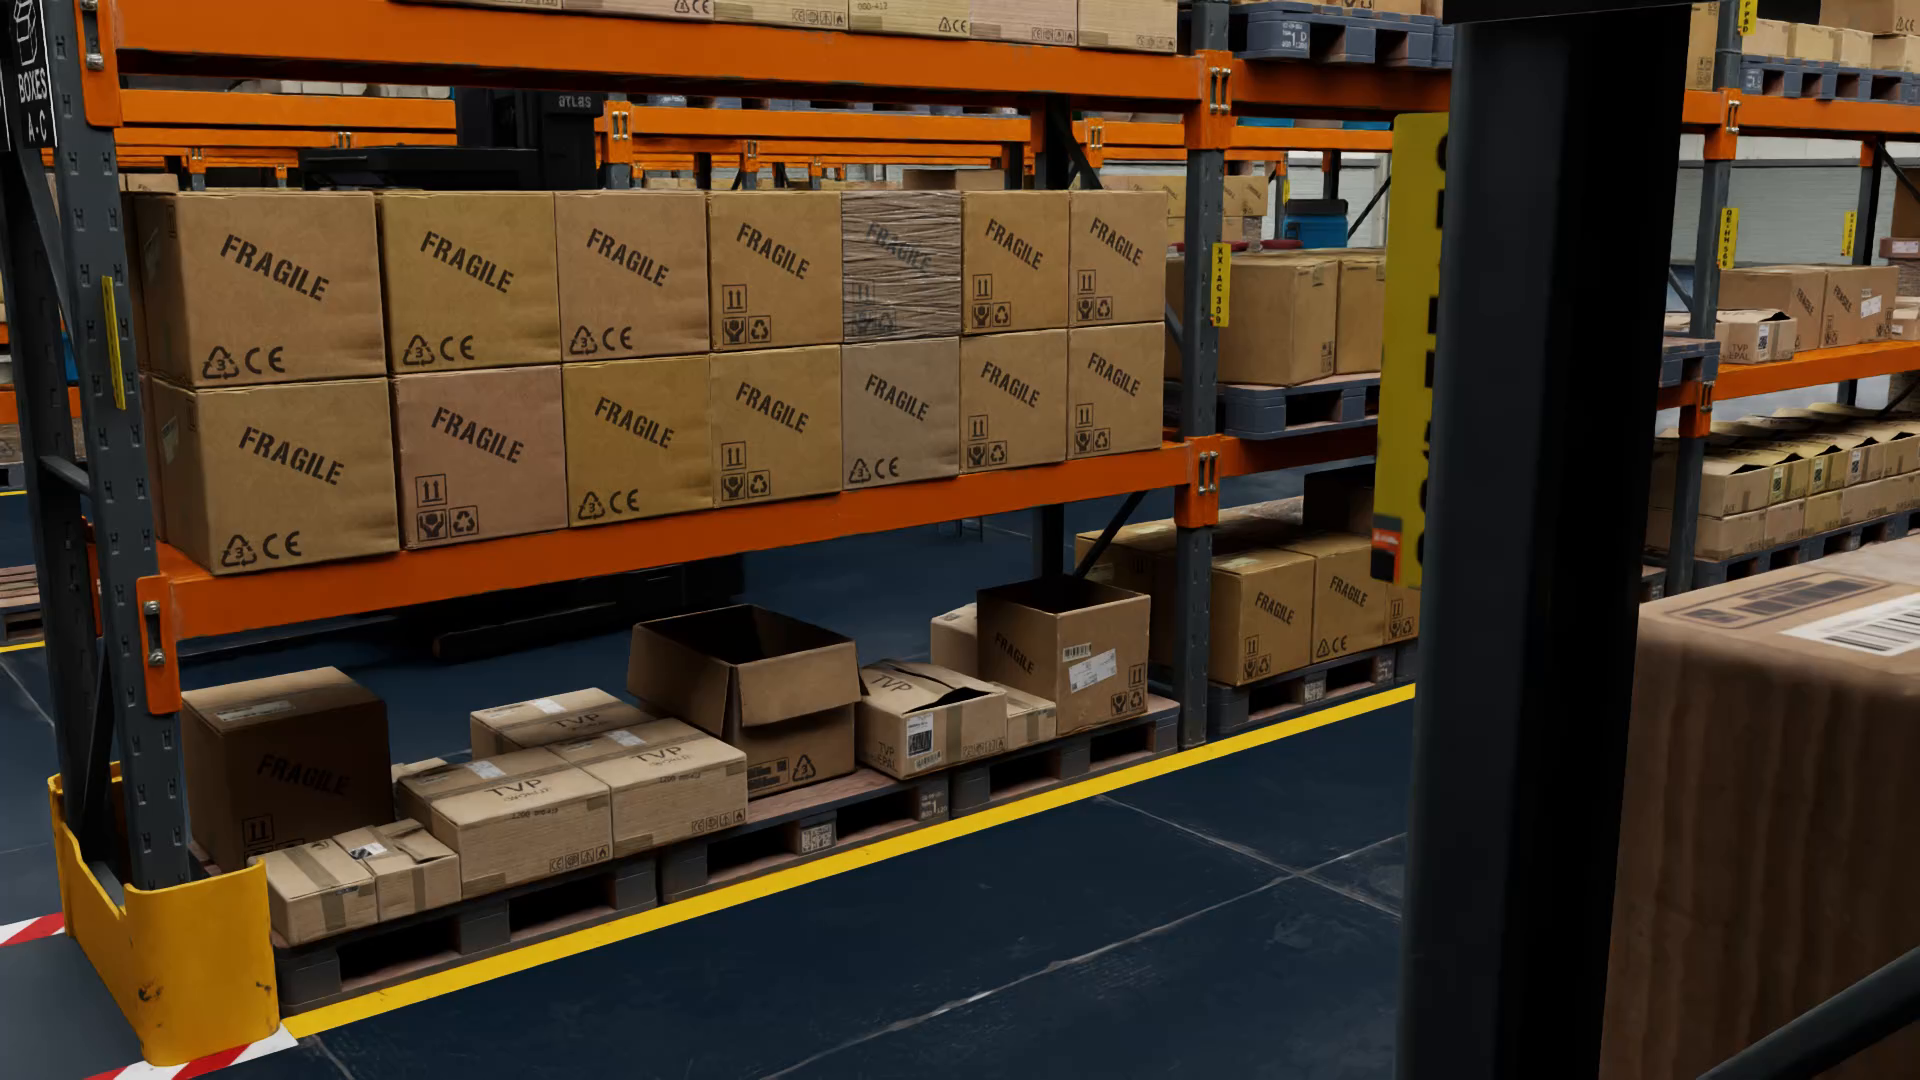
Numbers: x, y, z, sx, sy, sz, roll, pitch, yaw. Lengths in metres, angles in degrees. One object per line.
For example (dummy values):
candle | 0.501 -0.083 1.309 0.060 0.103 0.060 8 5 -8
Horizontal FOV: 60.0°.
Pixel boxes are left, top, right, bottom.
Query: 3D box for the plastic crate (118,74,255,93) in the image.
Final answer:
plastic crate | -4.168 -2.548 8.836 0.767 0.338 0.504 -9 15 -38

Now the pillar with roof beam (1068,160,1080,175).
pillar with roof beam | 5.525 -10.098 37.021 0.548 9.000 9.100 -9 15 -38

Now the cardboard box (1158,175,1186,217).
cardboard box | 2.418 -4.215 20.395 0.500 0.500 0.500 -9 15 -38

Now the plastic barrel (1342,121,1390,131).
plastic barrel | 3.576 -4.126 14.910 0.708 0.901 0.600 -9 15 -38

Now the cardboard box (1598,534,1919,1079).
cardboard box | 1.048 0.435 1.138 0.700 0.700 0.980 -9 15 -35

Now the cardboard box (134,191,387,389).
cardboard box | -1.930 -0.707 4.587 0.500 0.500 0.500 -9 15 -36

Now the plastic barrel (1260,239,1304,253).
plastic barrel | 2.954 -2.493 15.319 0.433 0.535 0.433 0 12 0

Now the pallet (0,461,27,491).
pallet | -8.051 -0.513 13.038 1.213 0.211 1.003 -9 15 -38

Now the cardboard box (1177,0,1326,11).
cardboard box | 1.122 -2.497 6.951 0.600 0.600 0.600 -11 16 -43

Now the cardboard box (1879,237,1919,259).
cardboard box | 7.008 -2.147 12.216 0.250 0.149 0.380 -9 15 -38

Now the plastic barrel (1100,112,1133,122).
plastic barrel | 1.148 -3.508 12.938 0.421 0.512 0.421 0 12 0

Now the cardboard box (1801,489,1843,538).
cardboard box | 5.192 -0.206 10.488 0.500 0.250 0.500 -10 16 -39

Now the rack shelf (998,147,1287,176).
rack shelf | 2.305 -4.693 20.519 4.000 0.370 1.077 -9 15 -38

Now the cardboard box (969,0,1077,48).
cardboard box | 0.072 -1.897 5.982 0.500 0.250 0.500 -9 15 -38

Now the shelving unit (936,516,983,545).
shelving unit | -0.006 -0.439 11.030 0.210 0.900 0.258 -9 15 -38

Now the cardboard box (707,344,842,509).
cardboard box | -0.745 -0.415 5.619 0.500 0.500 0.500 -9 15 -37

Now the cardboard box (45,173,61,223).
cardboard box | -9.530 -3.544 17.234 0.500 0.500 0.500 -9 15 -36

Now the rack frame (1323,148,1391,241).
rack frame | 3.838 -2.515 15.750 0.127 3.000 1.000 -9 15 -38

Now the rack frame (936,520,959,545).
rack frame | -0.086 -0.426 10.968 0.006 0.900 0.240 -9 15 -38

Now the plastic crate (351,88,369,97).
plastic crate | -3.550 -2.763 10.014 0.590 0.269 0.497 -9 15 -38

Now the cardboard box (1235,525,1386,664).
cardboard box | 1.622 0.240 7.733 0.500 0.500 0.500 -9 15 -37

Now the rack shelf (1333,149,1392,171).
rack shelf | 5.400 -3.890 16.735 4.000 0.370 1.077 -9 15 -38

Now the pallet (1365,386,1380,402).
pallet | 2.290 -0.845 8.348 1.213 0.211 1.003 -9 15 -38

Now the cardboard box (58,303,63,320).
cardboard box | -7.141 -1.798 12.979 0.250 0.149 0.380 -10 15 -38

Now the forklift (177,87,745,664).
forklift | -2.651 -0.942 8.510 3.031 2.935 1.130 -11 16 -41

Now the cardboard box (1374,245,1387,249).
cardboard box | 2.551 -1.258 8.582 0.500 0.500 0.700 -6 13 -27

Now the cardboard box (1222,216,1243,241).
cardboard box | 3.105 -3.880 21.224 0.500 0.500 0.875 -9 15 -38

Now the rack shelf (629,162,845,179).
rack shelf | -3.885 -6.300 28.088 4.000 0.370 1.077 -9 15 -38

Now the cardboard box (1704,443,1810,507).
cardboard box | 4.803 -0.416 10.127 0.500 0.311 0.500 -10 16 -39

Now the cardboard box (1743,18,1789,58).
cardboard box | 4.523 -2.930 9.835 0.500 0.250 0.500 -9 15 -36

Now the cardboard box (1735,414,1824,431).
cardboard box | 5.653 -0.701 11.467 0.500 0.311 0.500 -10 16 -40

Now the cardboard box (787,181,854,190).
cardboard box | -1.966 -4.780 23.455 0.550 0.550 0.875 -9 15 -38

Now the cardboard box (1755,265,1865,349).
cardboard box | 5.517 -1.529 10.869 0.500 0.500 0.500 -9 15 -38

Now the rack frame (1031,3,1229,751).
rack frame | 0.682 -0.673 7.076 0.127 3.000 1.000 -9 15 -38

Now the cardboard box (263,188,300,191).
cardboard box | -9.598 -4.704 23.410 0.500 0.500 0.500 -9 15 -38

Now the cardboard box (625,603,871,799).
cardboard box | -0.781 0.578 6.137 0.637 0.503 0.797 -9 15 -38

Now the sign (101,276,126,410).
sign | -2.102 -0.489 4.127 0.005 0.325 0.100 -9 15 -38

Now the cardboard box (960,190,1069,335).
cardboard box | 0.051 -1.036 6.139 0.500 0.500 0.500 -10 15 -39

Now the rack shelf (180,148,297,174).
rack shelf | -6.961 -4.472 19.480 4.000 0.370 1.077 -9 15 -38

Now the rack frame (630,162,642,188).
rack frame | -5.447 -4.925 27.103 0.127 3.000 1.000 -9 15 -38

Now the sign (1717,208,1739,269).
sign | 4.152 -1.633 8.999 0.005 0.325 0.100 -9 15 -38

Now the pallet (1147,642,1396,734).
pallet | 1.294 0.580 7.891 1.213 0.211 1.003 -9 15 -38

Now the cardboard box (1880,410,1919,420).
cardboard box | 6.792 -0.747 11.682 0.500 0.311 0.500 -9 15 -38

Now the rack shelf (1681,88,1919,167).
rack shelf | 5.368 -2.567 10.505 4.000 0.370 1.077 -9 15 -38

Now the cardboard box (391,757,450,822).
cardboard box | -1.798 0.869 5.579 0.250 0.166 0.380 -9 15 -38

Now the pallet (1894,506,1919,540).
pallet | 6.378 -0.245 11.774 1.213 0.211 1.003 -9 15 -38

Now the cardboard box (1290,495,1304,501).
cardboard box | 2.067 0.030 8.724 0.500 0.500 0.500 -10 16 -40

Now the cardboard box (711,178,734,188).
cardboard box | -4.147 -5.754 27.643 0.500 0.500 0.700 -10 15 -39

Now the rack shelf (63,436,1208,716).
rack shelf | -0.879 -0.061 5.928 4.000 0.370 1.077 -9 15 -38

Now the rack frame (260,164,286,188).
rack frame | -11.674 -5.211 28.448 0.127 3.000 1.000 -9 15 -38

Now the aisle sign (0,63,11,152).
aisle sign | -2.686 -1.466 4.554 0.004 0.787 0.394 -9 15 -38
